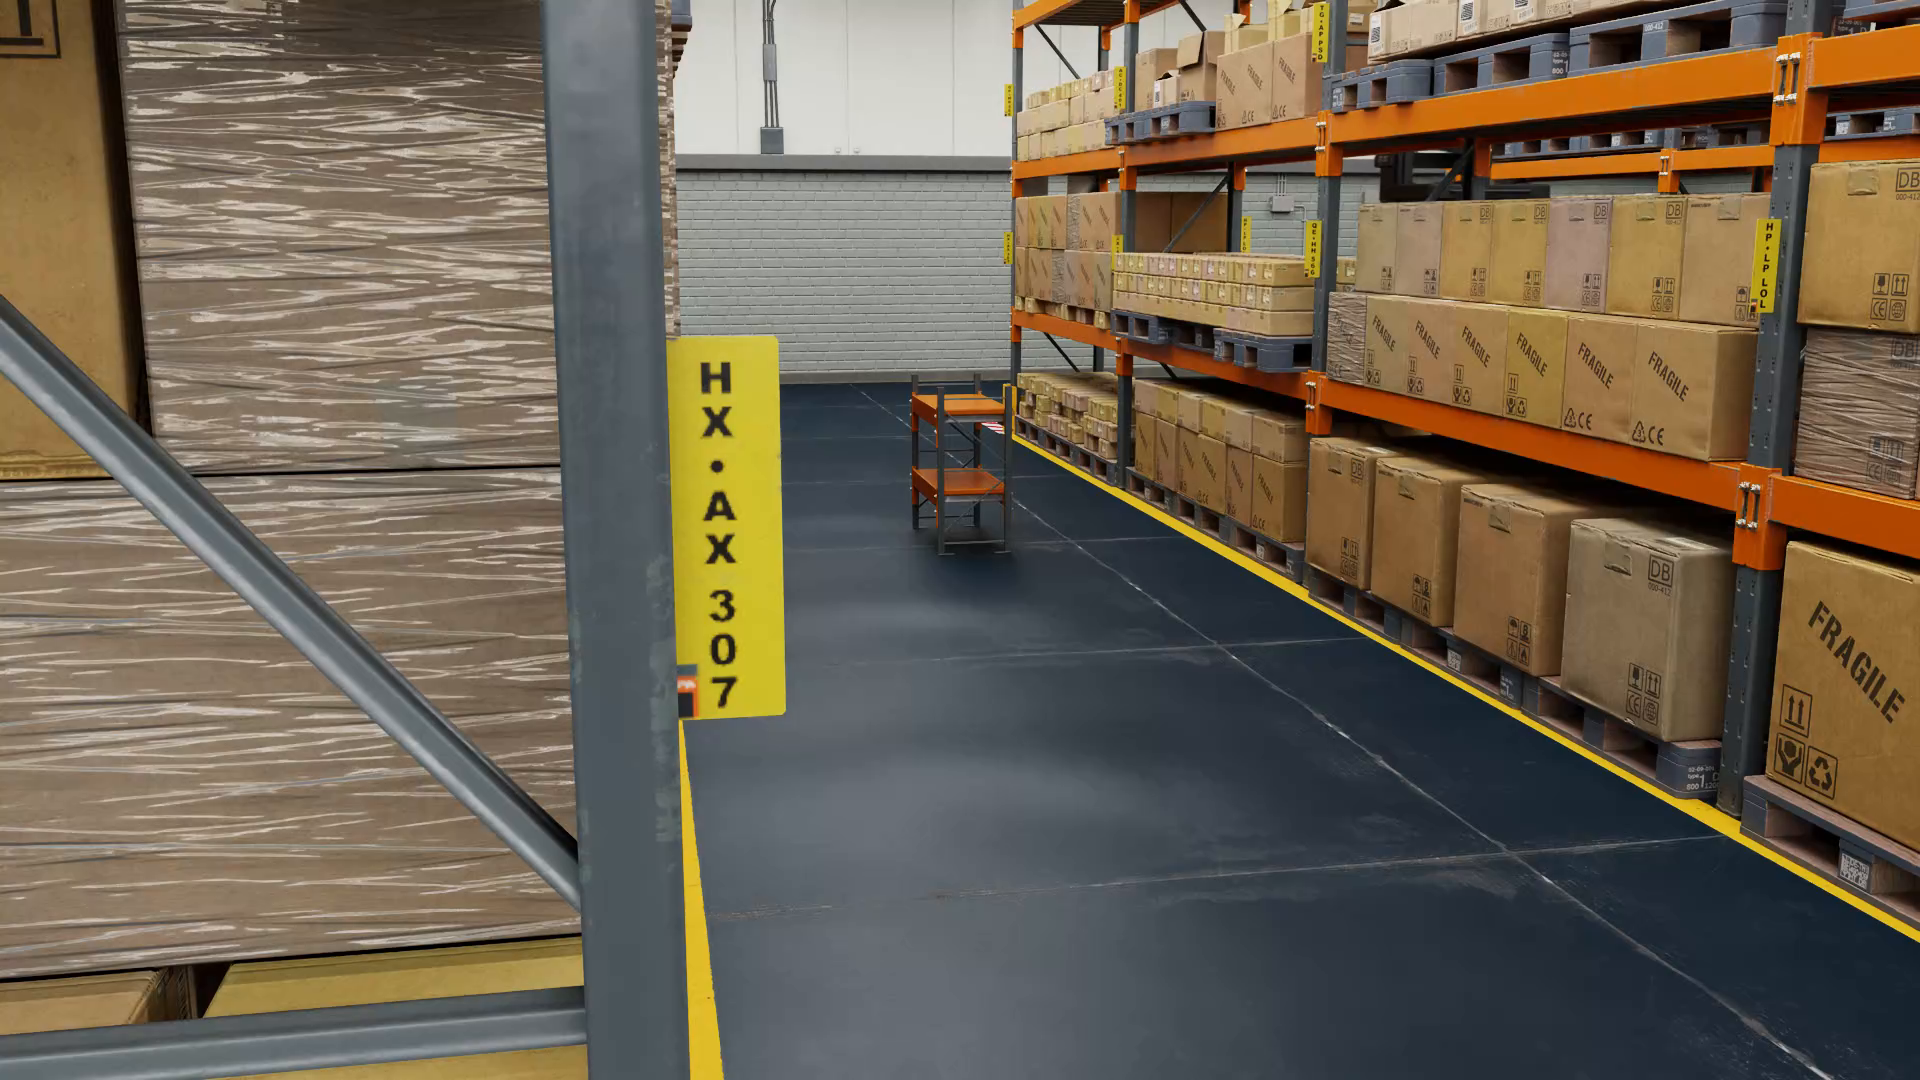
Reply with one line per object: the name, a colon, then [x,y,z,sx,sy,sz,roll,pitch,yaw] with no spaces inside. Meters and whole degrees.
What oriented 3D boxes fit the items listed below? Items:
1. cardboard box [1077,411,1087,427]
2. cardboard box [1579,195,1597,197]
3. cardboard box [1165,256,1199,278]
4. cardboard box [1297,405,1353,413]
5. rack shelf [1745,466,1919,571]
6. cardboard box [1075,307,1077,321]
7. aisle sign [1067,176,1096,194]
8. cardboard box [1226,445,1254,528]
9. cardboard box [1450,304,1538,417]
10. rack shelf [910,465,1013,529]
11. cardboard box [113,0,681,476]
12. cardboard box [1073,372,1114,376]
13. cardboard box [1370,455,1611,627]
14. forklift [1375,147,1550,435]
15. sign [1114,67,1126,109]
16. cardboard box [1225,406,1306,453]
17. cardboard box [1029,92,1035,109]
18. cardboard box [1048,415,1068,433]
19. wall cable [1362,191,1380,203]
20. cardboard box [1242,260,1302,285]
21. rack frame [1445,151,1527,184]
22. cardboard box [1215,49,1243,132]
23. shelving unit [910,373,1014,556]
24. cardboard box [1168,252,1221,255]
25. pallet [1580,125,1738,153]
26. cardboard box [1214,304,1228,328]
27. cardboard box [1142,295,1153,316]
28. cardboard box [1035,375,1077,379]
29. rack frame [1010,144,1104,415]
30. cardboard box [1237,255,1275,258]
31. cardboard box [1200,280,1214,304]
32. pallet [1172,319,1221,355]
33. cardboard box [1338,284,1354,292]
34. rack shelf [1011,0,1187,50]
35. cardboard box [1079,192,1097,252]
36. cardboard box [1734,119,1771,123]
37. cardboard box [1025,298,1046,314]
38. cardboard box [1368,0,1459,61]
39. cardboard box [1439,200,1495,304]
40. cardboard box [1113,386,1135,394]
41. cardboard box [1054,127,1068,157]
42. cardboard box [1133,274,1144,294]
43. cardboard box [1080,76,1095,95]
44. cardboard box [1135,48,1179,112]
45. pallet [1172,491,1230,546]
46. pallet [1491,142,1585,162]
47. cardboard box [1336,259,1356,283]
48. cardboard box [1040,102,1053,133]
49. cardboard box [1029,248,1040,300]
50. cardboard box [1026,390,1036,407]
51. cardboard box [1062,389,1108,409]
cardboard box: [1.290,-1.117,15.247,0.380,0.149,0.250,-2,11,-10]
cardboard box: [6.148,-3.217,15.897,0.380,0.149,0.250,-2,11,-11]
cardboard box: [1.697,-1.974,12.005,0.380,0.149,0.250,-2,11,-9]
cardboard box: [2.602,-0.767,11.259,0.500,0.250,0.500,-2,11,-12]
rack shelf: [3.764,0.262,4.221,1.077,0.370,4.000,-2,11,-11]
cardboard box: [1.278,-2.086,15.305,0.380,0.149,0.250,-2,11,-12]
aisle sign: [1.321,-3.960,17.529,0.394,0.787,0.004,-2,11,-11]
cardboard box: [2.115,-0.377,11.215,0.500,0.500,0.500,-2,11,-9]
cardboard box: [2.713,-0.872,7.986,0.500,0.500,0.500,-2,11,-12]
rack shelf: [-0.001,-0.314,11.644,0.538,0.278,1.000,-2,11,-11]
cardboard box: [-0.572,-0.360,1.827,0.500,0.500,0.500,-2,11,-11]
cardboard box: [1.392,-1.669,17.354,0.380,0.149,0.250,-2,11,-10]
cardboard box: [2.800,-0.018,8.661,1.050,0.750,0.750,-2,11,-10]
forklift: [4.162,-1.919,13.941,1.130,2.935,3.031,-2,11,-10]
sign: [1.288,-3.632,13.350,0.100,0.325,0.005,-2,11,-11]
cardboard box: [2.098,-0.747,11.153,0.500,0.250,0.500,-2,11,-10]
cardboard box: [0.894,-4.333,16.413,0.380,0.149,0.250,-2,11,-11]
cardboard box: [1.063,-1.124,16.079,0.380,0.149,0.250,-3,11,-14]
wall cable: [6.146,-4.444,24.303,0.588,1.984,0.122,-2,11,-11]
cardboard box: [2.005,-1.686,10.491,0.380,0.149,0.250,-2,11,-12]
rack frame: [5.877,-2.857,18.687,1.000,3.000,0.127,-2,11,-11]
cardboard box: [2.033,-2.993,11.109,0.500,0.500,0.500,-2,11,-11]
shelving unit: [-0.001,-0.554,11.598,0.538,1.125,1.048,-2,11,-11]
cardboard box: [1.970,-2.221,14.278,0.500,0.500,0.500,-2,11,-12]
pallet: [6.506,-3.704,15.351,1.003,0.211,1.213,-2,11,-11]
cardboard box: [1.908,-1.487,11.035,0.380,0.149,0.250,-2,11,-12]
cardboard box: [1.597,-1.777,12.557,0.380,0.149,0.250,-2,11,-10]
cardboard box: [0.981,-1.602,17.003,0.380,0.149,0.250,-2,11,-10]
rack frame: [1.041,-2.659,17.644,1.000,3.000,0.127,-2,11,-11]
cardboard box: [2.286,-2.044,12.370,0.380,0.149,0.250,-2,11,-13]
cardboard box: [1.853,-1.683,11.272,0.380,0.149,0.250,-2,11,-11]
pallet: [2.172,-1.459,11.853,1.003,0.211,1.213,-2,11,-11]
cardboard box: [2.645,-1.566,10.657,0.380,0.149,0.250,-2,11,-8]
rack shelf: [1.430,-4.884,15.223,1.077,0.370,4.000,-2,11,-11]
cardboard box: [1.356,-2.783,14.557,0.500,0.500,0.500,-2,11,-13]
cardboard box: [6.542,-3.681,13.599,0.500,0.500,0.500,-2,11,-12]
cardboard box: [0.872,-2.368,16.786,0.380,0.149,0.250,-2,11,-13]
cardboard box: [2.522,-2.736,8.875,0.500,0.311,0.500,-2,11,-11]
cardboard box: [2.876,-1.463,8.417,0.700,0.500,0.500,-2,11,-12]
cardboard box: [1.676,-1.382,15.844,0.380,0.149,0.250,-2,11,-11]
cardboard box: [1.178,-3.681,15.395,0.500,0.250,0.500,-2,11,-11]
cardboard box: [1.547,-1.971,12.781,0.380,0.149,0.250,-2,11,-10]
cardboard box: [1.279,-4.005,14.691,0.380,0.149,0.250,-3,11,-13]
cardboard box: [1.785,-3.581,13.074,0.700,0.500,0.500,-2,11,-11]
pallet: [2.212,-0.189,12.122,1.003,0.211,1.213,-2,11,-11]
pallet: [6.031,-4.152,17.702,1.003,0.211,1.213,-2,11,-11]
cardboard box: [2.599,-1.753,10.842,0.380,0.149,0.250,-2,11,-11]
cardboard box: [1.060,-4.026,15.866,0.500,0.250,0.500,-2,11,-10]
cardboard box: [0.986,-2.665,16.611,0.500,0.500,0.500,-2,11,-11]
cardboard box: [0.889,-1.453,17.015,0.380,0.149,0.250,-2,11,-11]
cardboard box: [1.169,-1.316,15.497,0.380,0.149,0.250,-3,11,-13]
